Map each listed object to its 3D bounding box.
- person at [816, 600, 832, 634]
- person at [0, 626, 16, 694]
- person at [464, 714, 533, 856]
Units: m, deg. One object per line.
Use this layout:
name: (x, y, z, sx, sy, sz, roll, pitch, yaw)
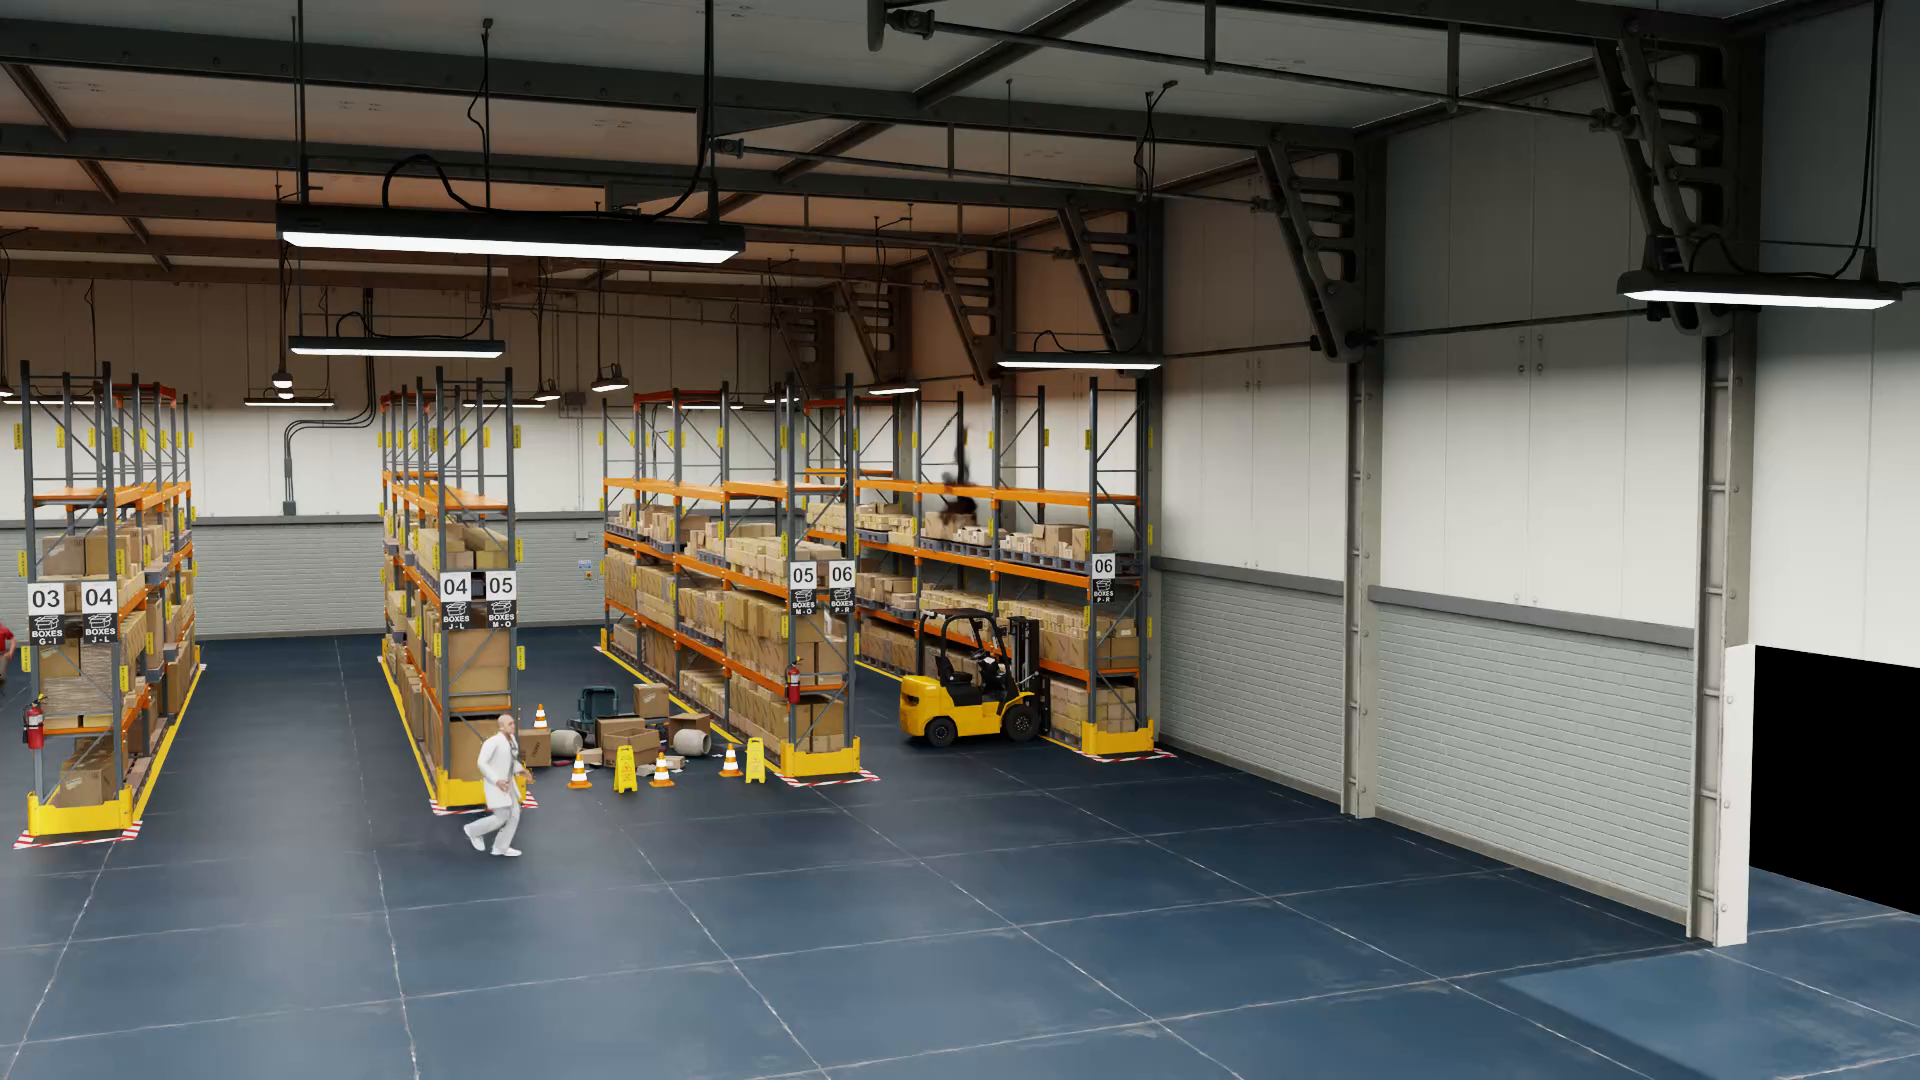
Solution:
person: (-3.056, 2.072, 35.671, 0.608, 1.620, 0.692, -2, 4, -36)
person: (-18.371, 2.264, 31.660, 0.678, 1.694, 0.650, -1, 4, -22)
person: (-5.594, 2.943, 19.991, 0.746, 1.722, 0.721, 1, 4, 17)
